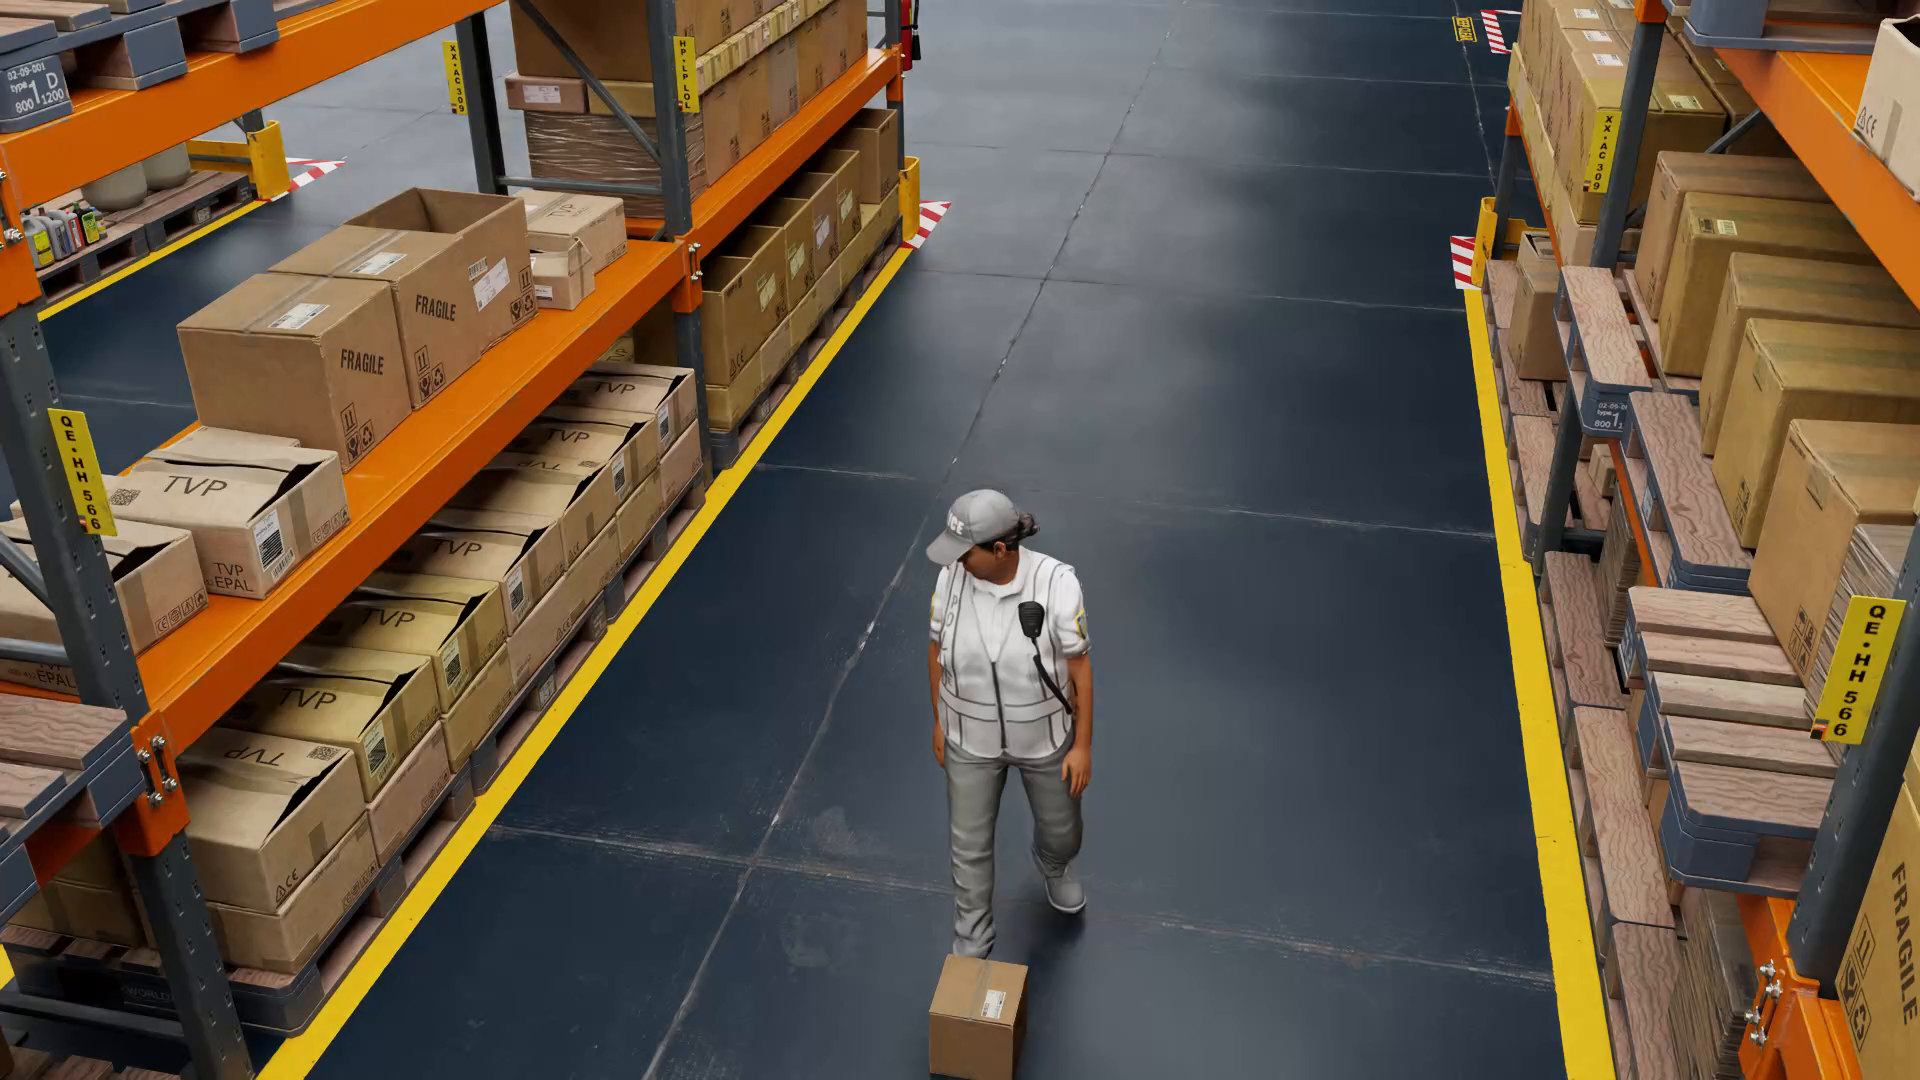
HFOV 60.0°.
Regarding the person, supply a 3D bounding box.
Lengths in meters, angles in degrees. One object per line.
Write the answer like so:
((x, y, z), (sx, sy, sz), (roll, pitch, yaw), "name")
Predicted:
((0.148, 0.594, 5.033), (0.509, 1.646, 0.722), (3, 29, 6), "person")
